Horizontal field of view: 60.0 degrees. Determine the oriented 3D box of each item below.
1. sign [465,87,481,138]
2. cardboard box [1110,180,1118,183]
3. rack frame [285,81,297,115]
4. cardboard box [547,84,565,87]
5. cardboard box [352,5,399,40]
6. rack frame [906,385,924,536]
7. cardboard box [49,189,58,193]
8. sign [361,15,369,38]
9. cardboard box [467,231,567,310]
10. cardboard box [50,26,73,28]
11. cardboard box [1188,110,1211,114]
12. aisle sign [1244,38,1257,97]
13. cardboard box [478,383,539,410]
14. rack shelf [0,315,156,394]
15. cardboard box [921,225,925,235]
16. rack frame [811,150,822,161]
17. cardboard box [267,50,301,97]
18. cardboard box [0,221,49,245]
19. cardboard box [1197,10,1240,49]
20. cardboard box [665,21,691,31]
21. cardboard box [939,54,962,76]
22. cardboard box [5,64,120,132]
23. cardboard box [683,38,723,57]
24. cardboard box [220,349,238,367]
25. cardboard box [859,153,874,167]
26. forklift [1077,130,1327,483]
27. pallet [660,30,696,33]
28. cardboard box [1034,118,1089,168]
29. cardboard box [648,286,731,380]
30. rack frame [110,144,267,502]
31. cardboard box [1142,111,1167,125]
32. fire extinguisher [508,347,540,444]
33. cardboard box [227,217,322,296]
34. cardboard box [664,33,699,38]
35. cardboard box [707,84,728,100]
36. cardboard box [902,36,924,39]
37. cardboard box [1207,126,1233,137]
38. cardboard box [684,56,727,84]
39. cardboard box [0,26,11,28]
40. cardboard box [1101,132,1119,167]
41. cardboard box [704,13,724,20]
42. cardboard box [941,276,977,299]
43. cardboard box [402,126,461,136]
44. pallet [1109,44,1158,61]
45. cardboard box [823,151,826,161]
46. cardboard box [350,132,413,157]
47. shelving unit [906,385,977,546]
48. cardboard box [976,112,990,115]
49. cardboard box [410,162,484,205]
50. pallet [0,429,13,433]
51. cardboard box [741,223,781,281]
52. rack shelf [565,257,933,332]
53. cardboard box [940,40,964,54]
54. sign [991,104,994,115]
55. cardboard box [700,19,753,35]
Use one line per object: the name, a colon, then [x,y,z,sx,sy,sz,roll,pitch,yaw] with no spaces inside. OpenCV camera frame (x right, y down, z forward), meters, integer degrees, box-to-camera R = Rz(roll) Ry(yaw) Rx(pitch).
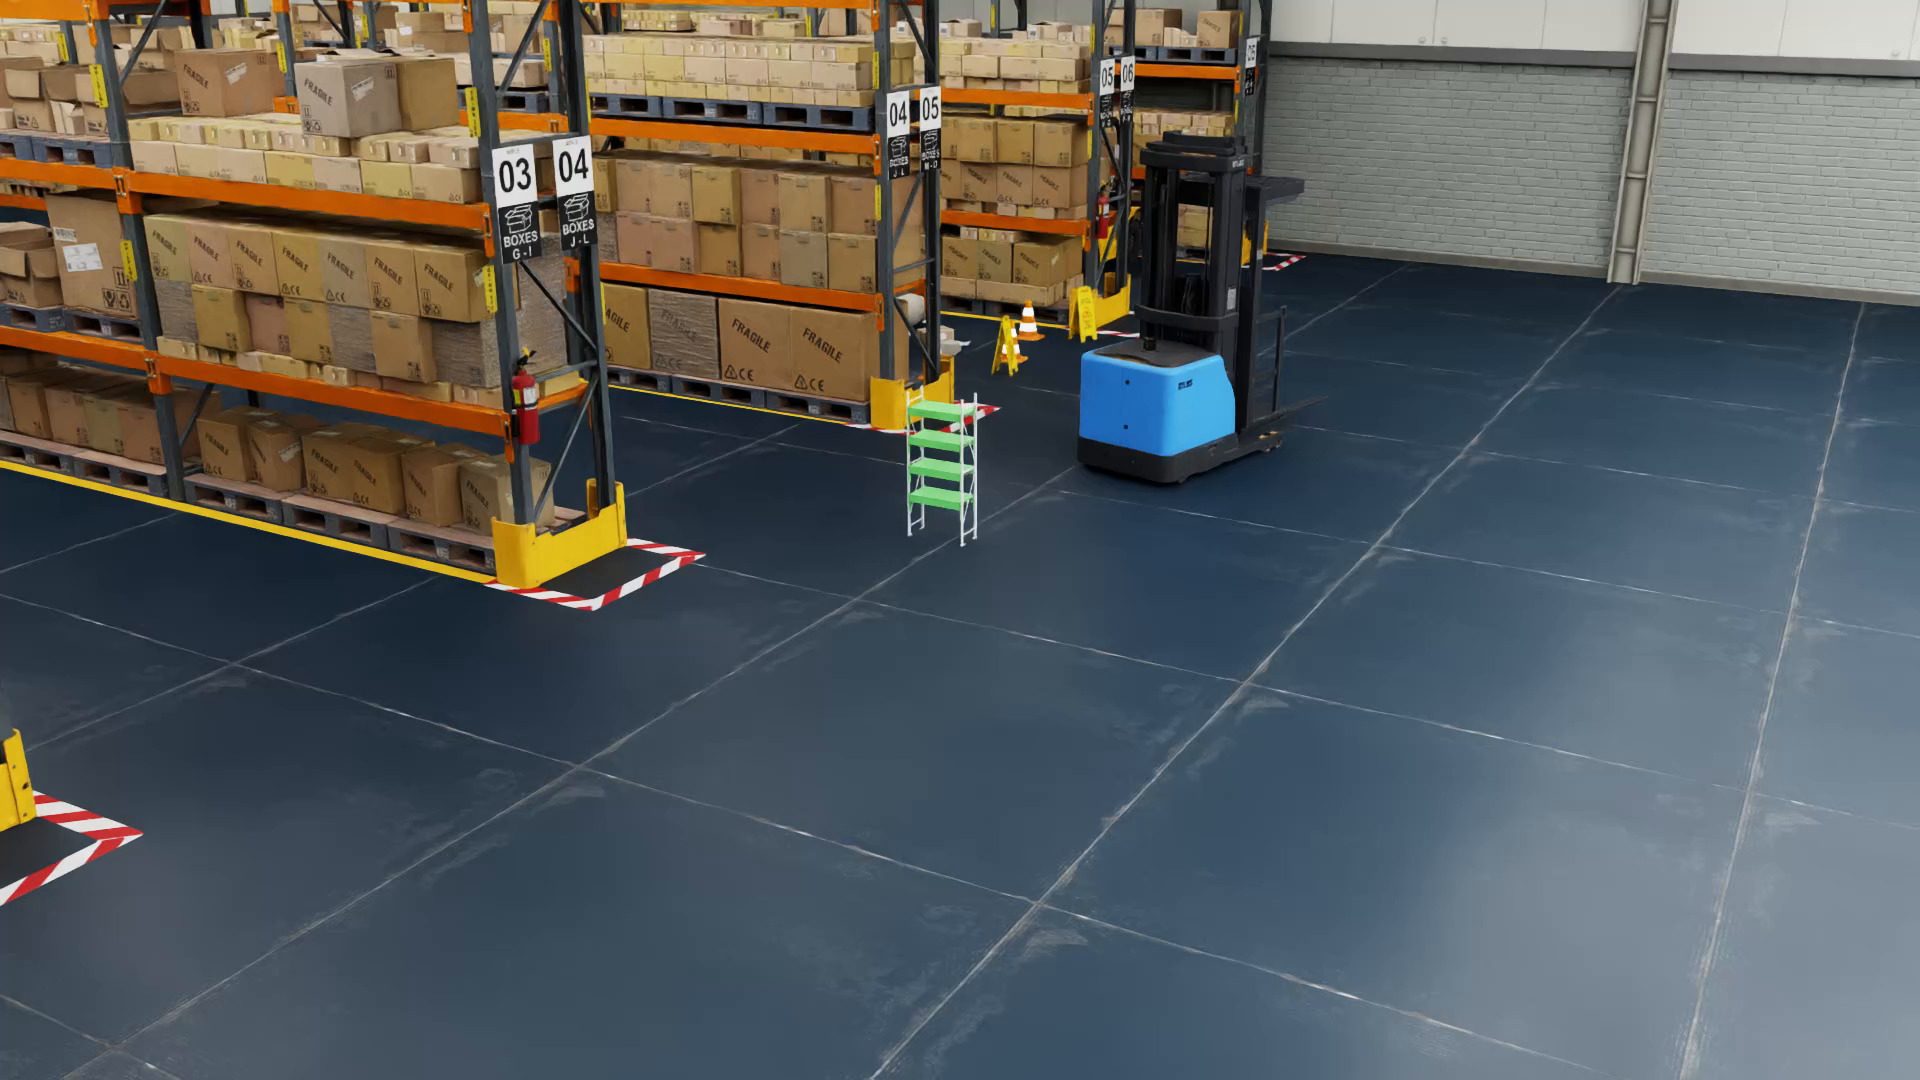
sign: [-3.289,-2.890,11.236,0.005,0.325,0.100,11,23,27]
cardboard box: [2.166,-5.502,26.084,0.500,0.250,0.500,11,23,28]
rack frame: [-7.478,-4.016,20.036,0.127,3.000,1.000,11,23,27]
cardboard box: [-7.397,-8.398,30.802,0.500,0.500,0.500,10,22,26]
cardboard box: [-9.055,-8.033,25.804,0.500,0.500,0.500,11,23,28]
rack frame: [-0.358,-0.632,13.348,0.015,1.200,0.240,11,23,27]
cardboard box: [-11.816,-4.613,22.052,0.250,0.149,0.380,12,23,29]
sign: [-8.914,-7.696,24.910,0.005,0.325,0.100,11,23,27]
cardboard box: [-3.348,-2.055,12.582,0.500,0.500,0.500,11,23,27]
cardboard box: [-11.779,-6.700,21.940,0.250,0.149,0.380,10,22,26]
cardboard box: [3.611,-6.358,24.961,0.250,0.149,0.380,11,23,28]
aisle sign: [4.164,-6.778,23.838,0.004,0.787,0.394,11,23,27]
cardboard box: [-3.350,-1.093,12.348,0.250,0.149,0.380,11,23,27]
rack shelf: [-8.239,-1.885,15.218,4.000,0.370,1.077,11,23,27]
cardboard box: [-0.511,-4.057,21.516,0.250,0.149,0.380,12,23,30]
rack frame: [-1.660,-4.841,22.311,0.127,3.000,1.000,11,23,27]
cardboard box: [-8.100,-5.492,19.561,0.500,0.500,0.500,11,23,27]
cardboard box: [-8.958,-2.659,15.535,0.500,0.500,0.700,15,25,35]
cardboard box: [3.744,-7.356,23.939,0.500,0.500,0.500,12,23,29]
cardboard box: [-4.805,-8.770,28.350,0.250,0.149,0.380,11,23,28]
cardboard box: [-0.082,-5.912,20.649,0.500,0.250,0.500,11,23,28]
cardboard box: [-7.678,-3.811,14.305,0.637,0.503,0.797,12,23,29]
cardboard box: [-2.506,-4.847,16.366,0.250,0.149,0.380,11,23,27]
cardboard box: [-5.786,-1.530,13.552,0.250,0.149,0.380,11,23,27]
cardboard box: [-0.962,-4.795,21.602,0.500,0.500,0.500,11,23,27]
forklift: [2.425,-2.299,15.406,1.130,2.935,3.031,17,26,39]
pallet: [-4.785,-8.670,28.745,1.003,0.211,1.213,11,23,27]
cardboard box: [1.280,-4.852,20.294,0.500,0.500,0.700,10,22,26]
cardboard box: [-2.682,-2.275,17.737,0.875,0.875,0.875,11,23,28]
rack frame: [-6.493,-1.891,14.178,0.127,3.000,1.000,11,23,27]
cardboard box: [2.899,-6.284,24.755,0.250,0.149,0.380,11,23,29]
fire extinguisher: [-3.126,-1.033,11.927,0.183,0.674,0.296,11,23,27]
cardboard box: [-5.351,-2.231,13.067,0.500,0.500,0.500,11,23,27]
cardboard box: [-2.854,-5.170,17.257,0.250,0.149,0.380,11,23,28]
cardboard box: [-2.281,-4.430,16.385,0.250,0.149,0.380,11,23,28]
cardboard box: [-0.539,-6.426,21.480,0.250,0.149,0.380,12,23,29]
cardboard box: [3.810,-5.980,24.354,0.250,0.149,0.380,11,23,28]
cardboard box: [-2.371,-4.658,16.431,0.500,0.250,0.500,11,23,28]
cardboard box: [-12.518,-6.621,21.722,0.250,0.149,0.380,11,22,27]
cardboard box: [2.352,-5.959,25.247,0.500,0.500,0.500,11,23,28]
cardboard box: [-4.091,-8.795,28.012,0.250,0.149,0.380,10,22,26]
cardboard box: [0.087,-3.309,21.504,0.500,0.250,0.500,10,22,25]
cardboard box: [-4.001,-3.052,12.618,0.250,0.149,0.380,11,23,27]
pallet: [2.576,-7.350,24.960,1.213,0.211,1.003,11,23,27]
cardboard box: [-1.930,-5.388,22.622,0.500,0.500,0.500,11,23,29]
cardboard box: [-4.244,-2.910,12.224,0.250,0.149,0.380,11,23,28]
shelving unit: [-0.145,-0.592,13.236,0.503,1.200,0.258,11,23,27]
cardboard box: [0.351,-6.662,26.233,0.250,0.149,0.380,12,23,29]
cardboard box: [-3.546,-2.570,11.871,0.500,0.250,0.500,11,23,29]
pallet: [-9.304,-1.115,16.128,1.213,0.211,1.003,11,23,27]
cardboard box: [-1.758,-3.019,17.070,0.550,0.550,0.875,11,23,27]
rack shelf: [-2.240,-2.680,17.408,4.000,0.370,1.077,11,23,27]
cardboard box: [-0.147,-6.124,20.649,0.250,0.149,0.380,11,23,28]
sign: [0.501,-6.663,25.753,0.005,0.325,0.100,11,23,27]
cardboard box: [-3.130,-6.834,22.279,0.500,0.250,0.500,11,23,28]
